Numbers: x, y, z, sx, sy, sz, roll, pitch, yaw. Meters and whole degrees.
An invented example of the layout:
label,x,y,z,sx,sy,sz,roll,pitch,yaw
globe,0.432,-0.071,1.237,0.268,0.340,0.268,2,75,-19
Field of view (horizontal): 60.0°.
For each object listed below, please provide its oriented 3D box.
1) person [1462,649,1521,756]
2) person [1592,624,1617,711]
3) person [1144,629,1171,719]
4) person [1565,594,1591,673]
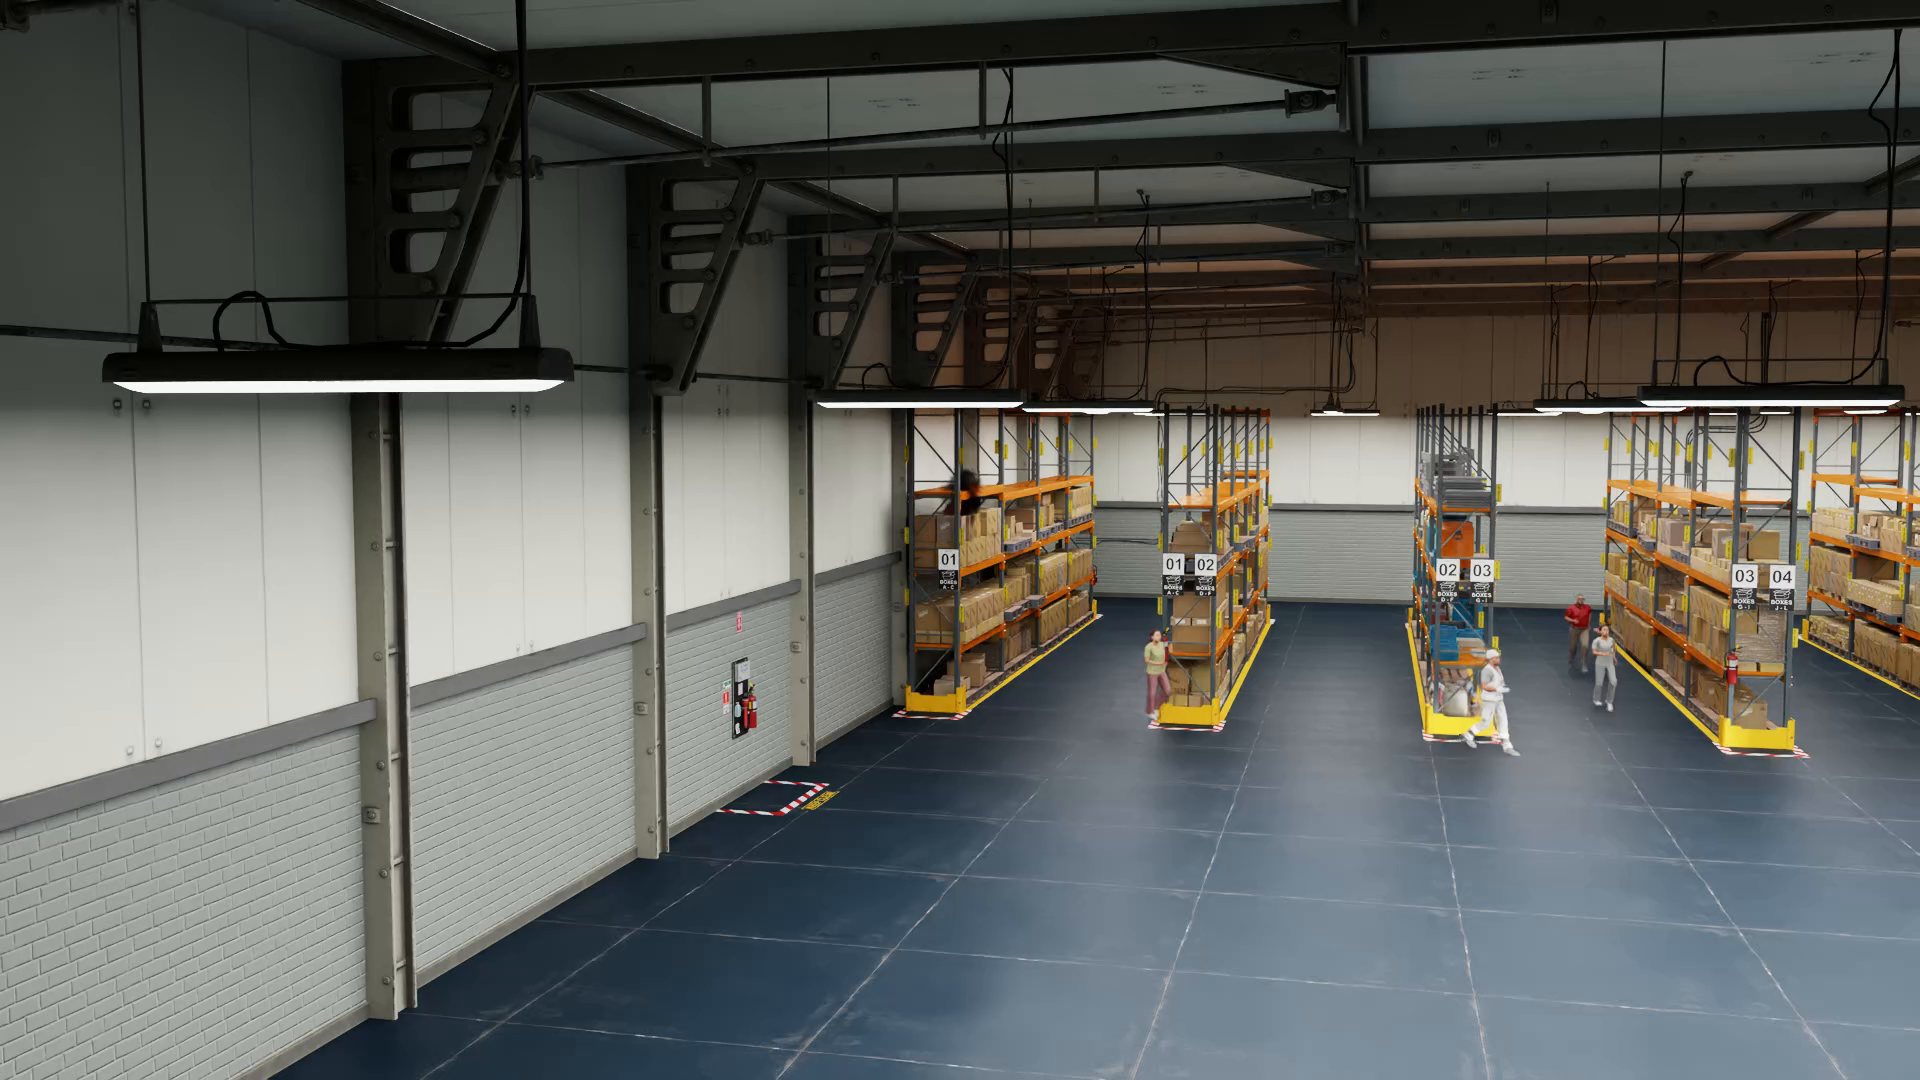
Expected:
label,x,y,z,sx,sy,sz,roll,pitch,yaw
person,9.042,2.745,28.278,1.009,1.783,0.669,4,6,43
person,12.701,2.502,32.753,0.529,1.700,0.706,0,4,3
person,3.584,2.426,30.095,0.572,1.658,0.605,-2,5,-30
person,14.068,2.104,37.855,0.608,1.767,0.909,1,4,13
